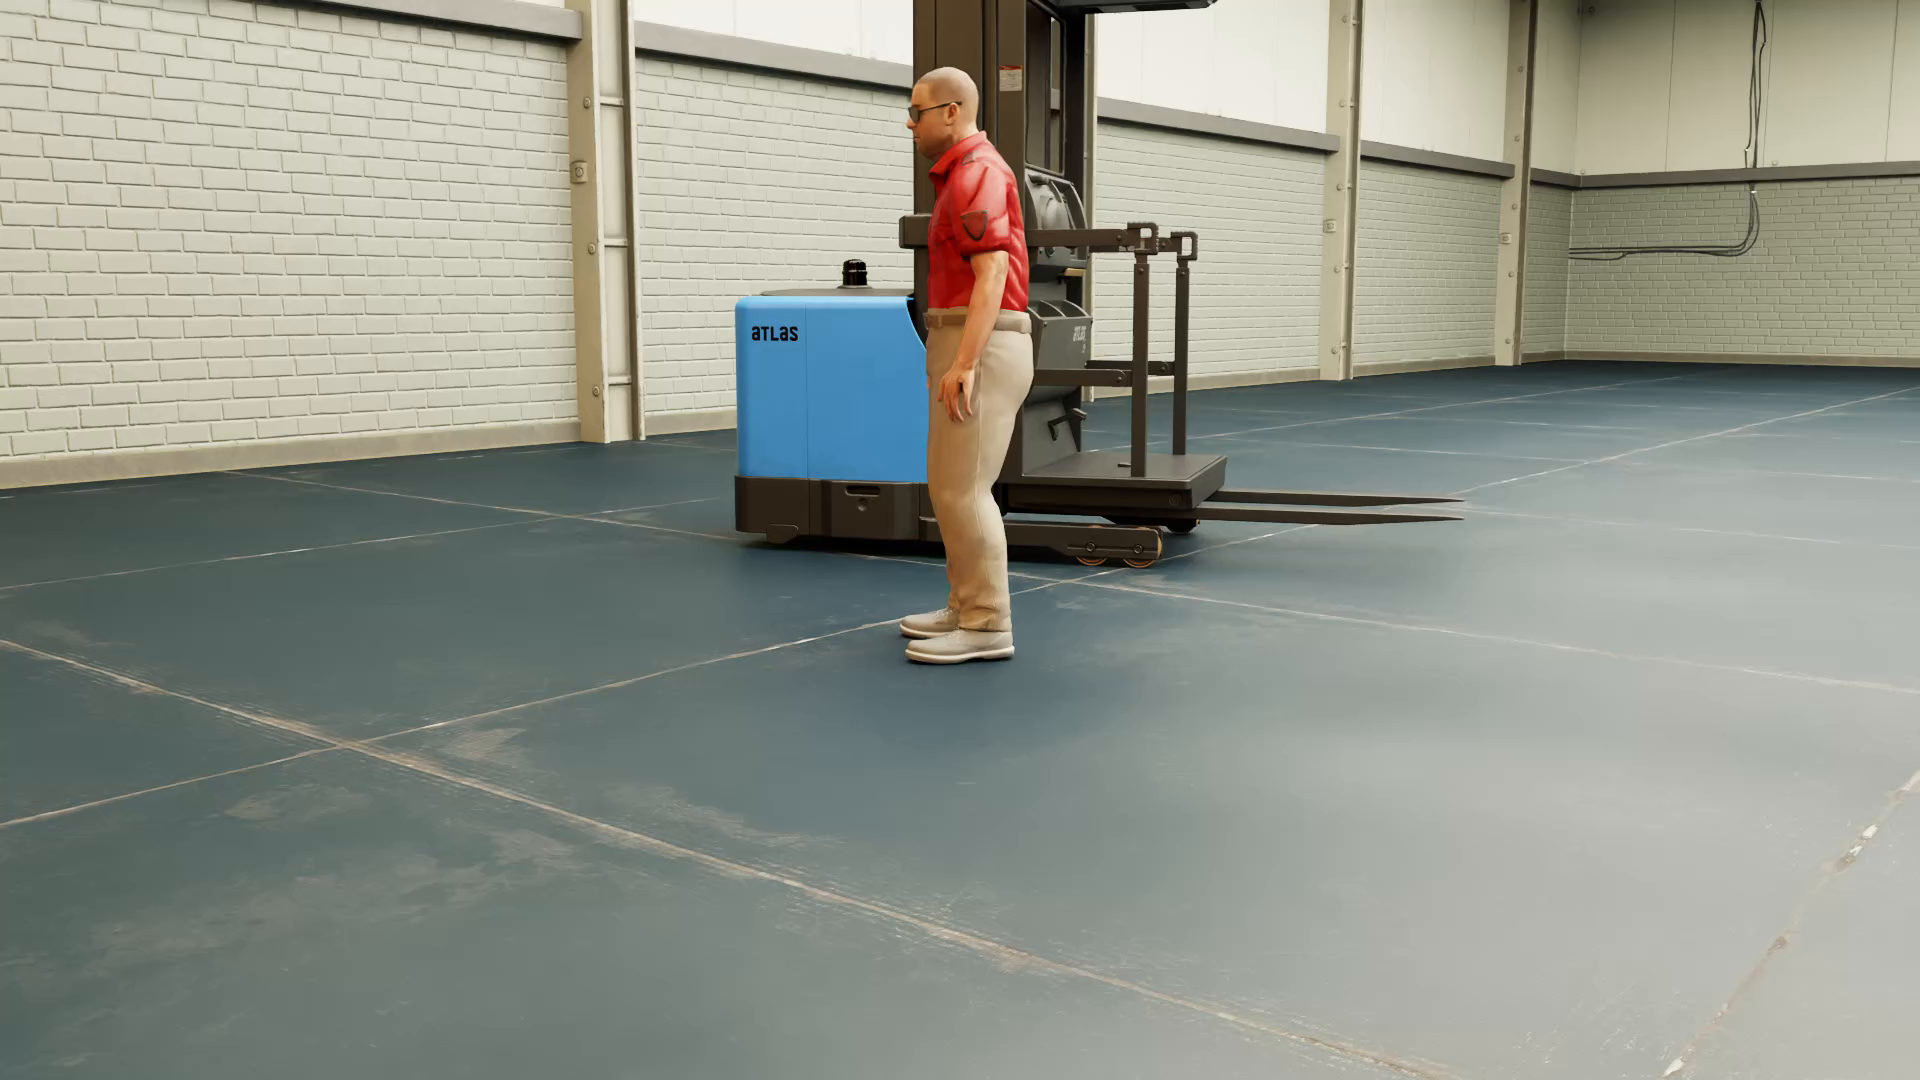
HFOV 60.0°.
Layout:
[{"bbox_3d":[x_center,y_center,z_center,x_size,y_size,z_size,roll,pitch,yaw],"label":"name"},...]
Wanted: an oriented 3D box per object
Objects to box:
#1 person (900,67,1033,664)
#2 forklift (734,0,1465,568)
[{"bbox_3d":[0.017,-0.517,4.965,0.389,1.727,0.603,-1,8,-4],"label":"person"},{"bbox_3d":[0.601,-1.424,7.012,3.031,2.935,1.130,3,9,17],"label":"forklift"}]
